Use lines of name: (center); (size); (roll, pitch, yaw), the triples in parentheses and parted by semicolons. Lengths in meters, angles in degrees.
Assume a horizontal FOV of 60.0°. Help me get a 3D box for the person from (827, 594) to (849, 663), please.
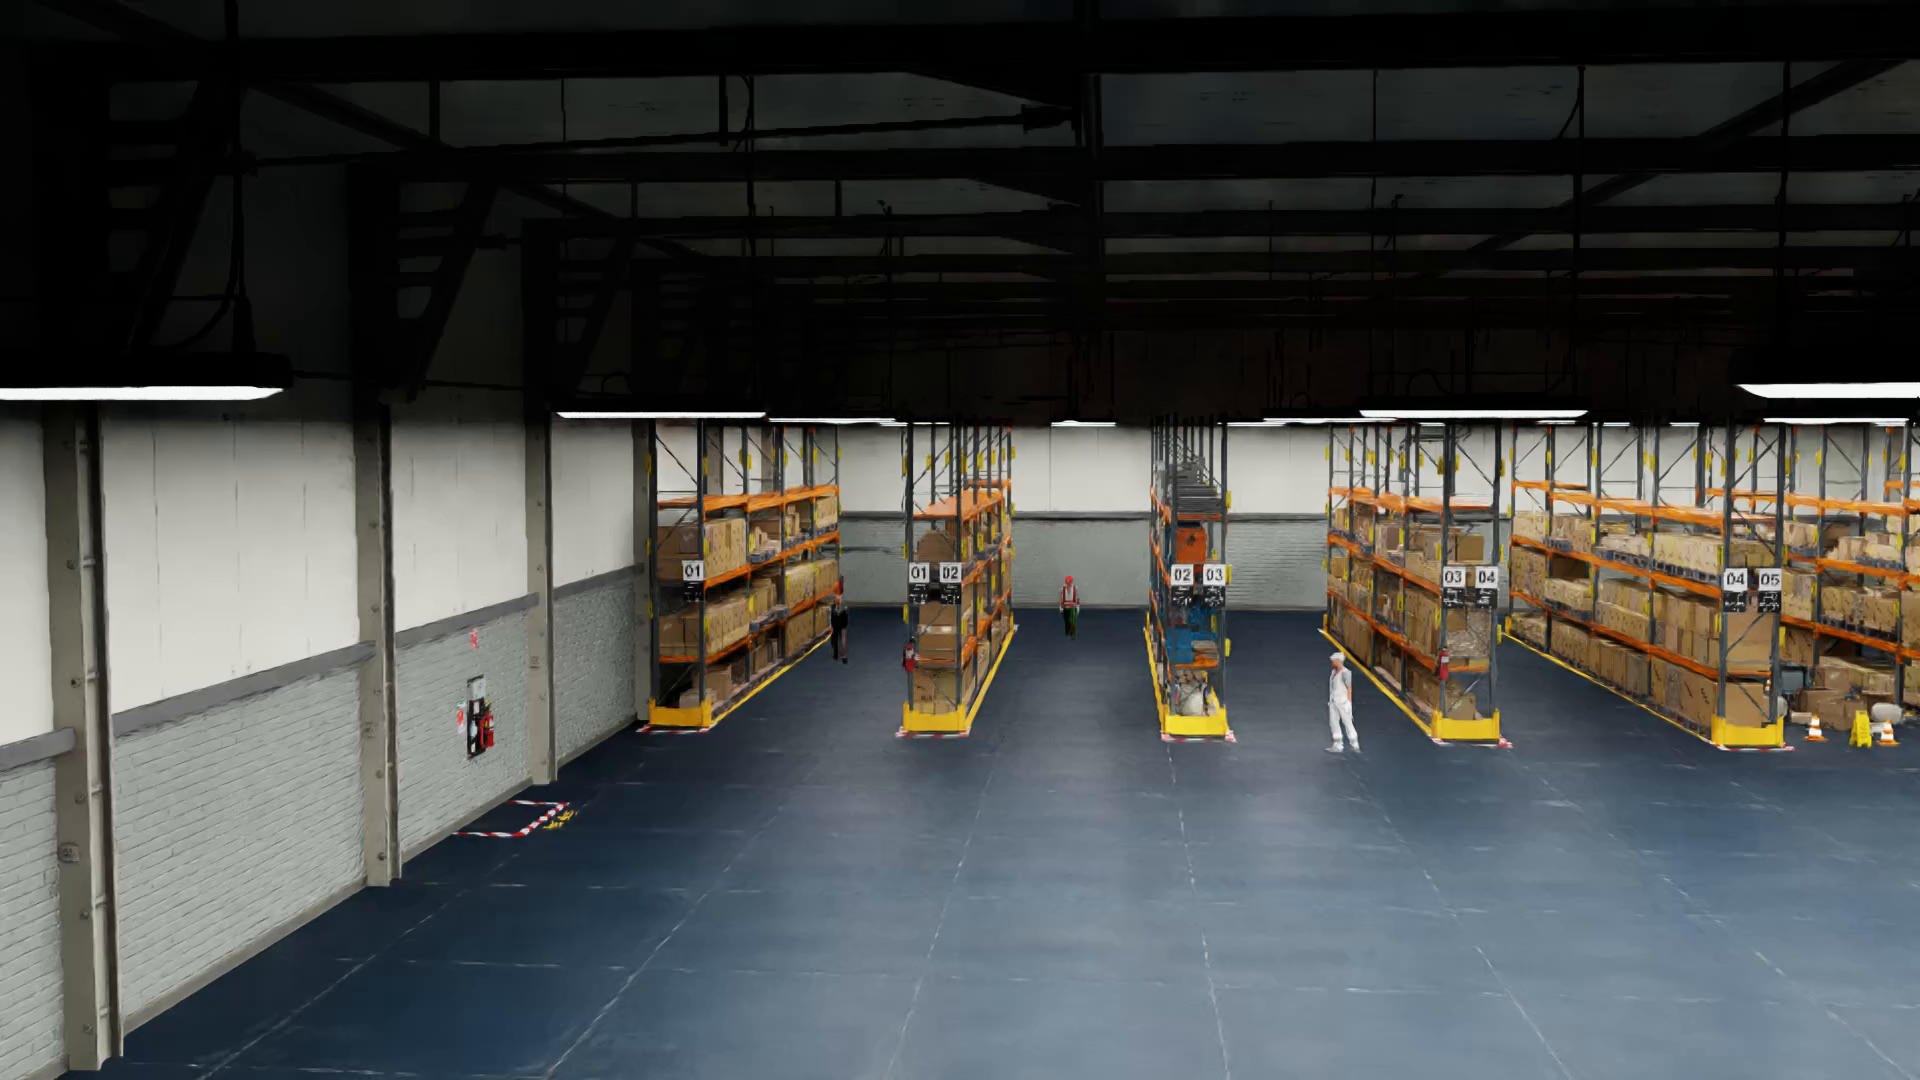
person: (-2.983, 2.148, 40.647); (0.538, 1.664, 1.026); (0, 4, -3)

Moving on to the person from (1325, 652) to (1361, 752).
person: (6.769, 2.863, 29.412); (0.542, 1.782, 0.642); (-2, 4, -23)

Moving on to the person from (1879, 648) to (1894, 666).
person: (21.865, 2.225, 39.392); (0.544, 1.667, 0.572); (3, 5, 36)

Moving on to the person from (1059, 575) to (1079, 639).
person: (2.967, 1.808, 45.287); (0.553, 1.709, 1.123); (1, 4, 8)
